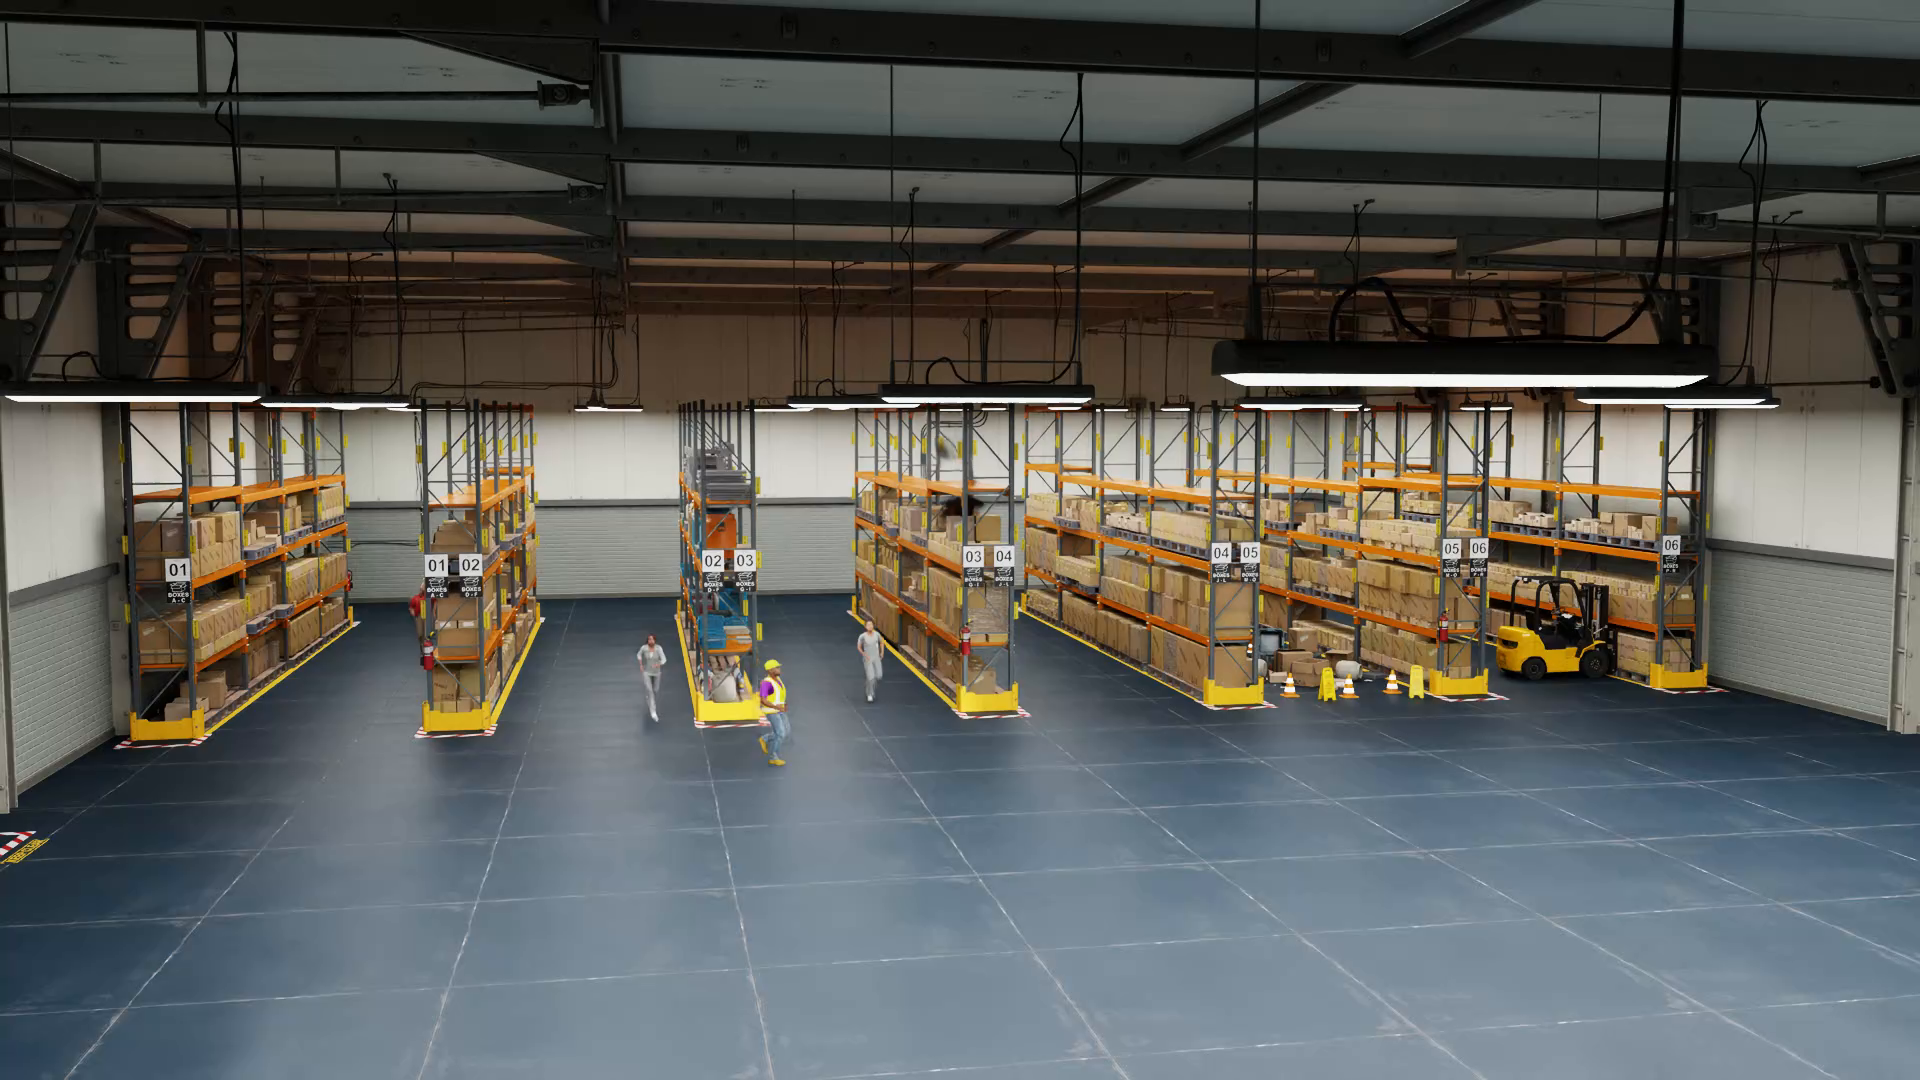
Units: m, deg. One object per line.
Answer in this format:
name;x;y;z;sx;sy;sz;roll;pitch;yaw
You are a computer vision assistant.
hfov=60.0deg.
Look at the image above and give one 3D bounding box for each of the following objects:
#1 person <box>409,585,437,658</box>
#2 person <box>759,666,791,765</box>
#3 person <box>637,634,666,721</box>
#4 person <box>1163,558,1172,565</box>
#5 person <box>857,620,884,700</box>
person;-12.718;1.898;39.464;0.651;1.709;0.893;-1;4;-16
person;-3.061;2.834;27.227;0.588;1.685;0.703;1;4;15
person;-5.840;2.561;31.532;0.504;1.604;1.009;-2;5;-20
person;5.646;1.312;45.564;0.672;1.629;0.877;-2;5;-22
person;-1.762;2.404;33.250;0.576;1.630;0.507;-1;5;-18
